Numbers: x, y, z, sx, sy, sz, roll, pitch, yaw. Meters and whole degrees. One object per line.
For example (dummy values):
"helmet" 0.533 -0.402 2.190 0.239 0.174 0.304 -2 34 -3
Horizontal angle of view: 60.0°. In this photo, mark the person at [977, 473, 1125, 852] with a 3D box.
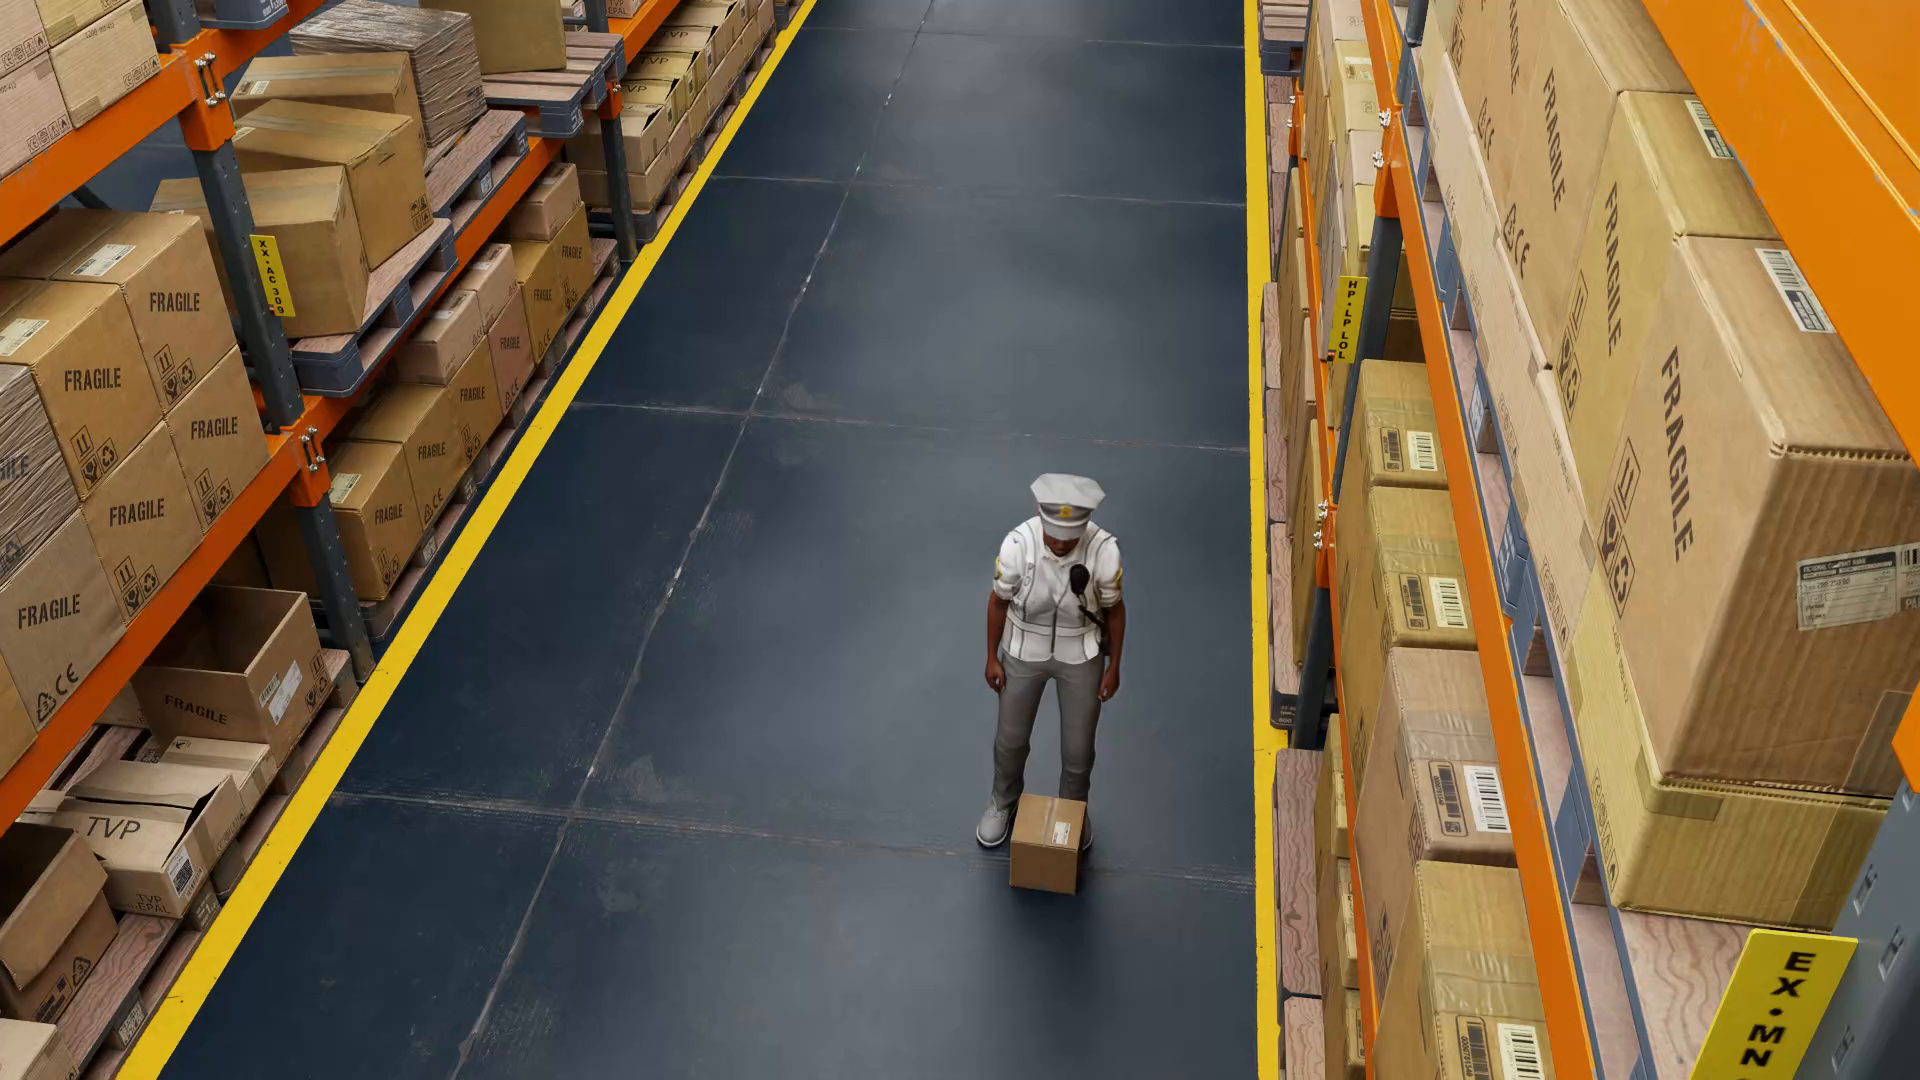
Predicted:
"person" 0.331 0.442 6.049 0.515 1.657 0.400 4 37 5
